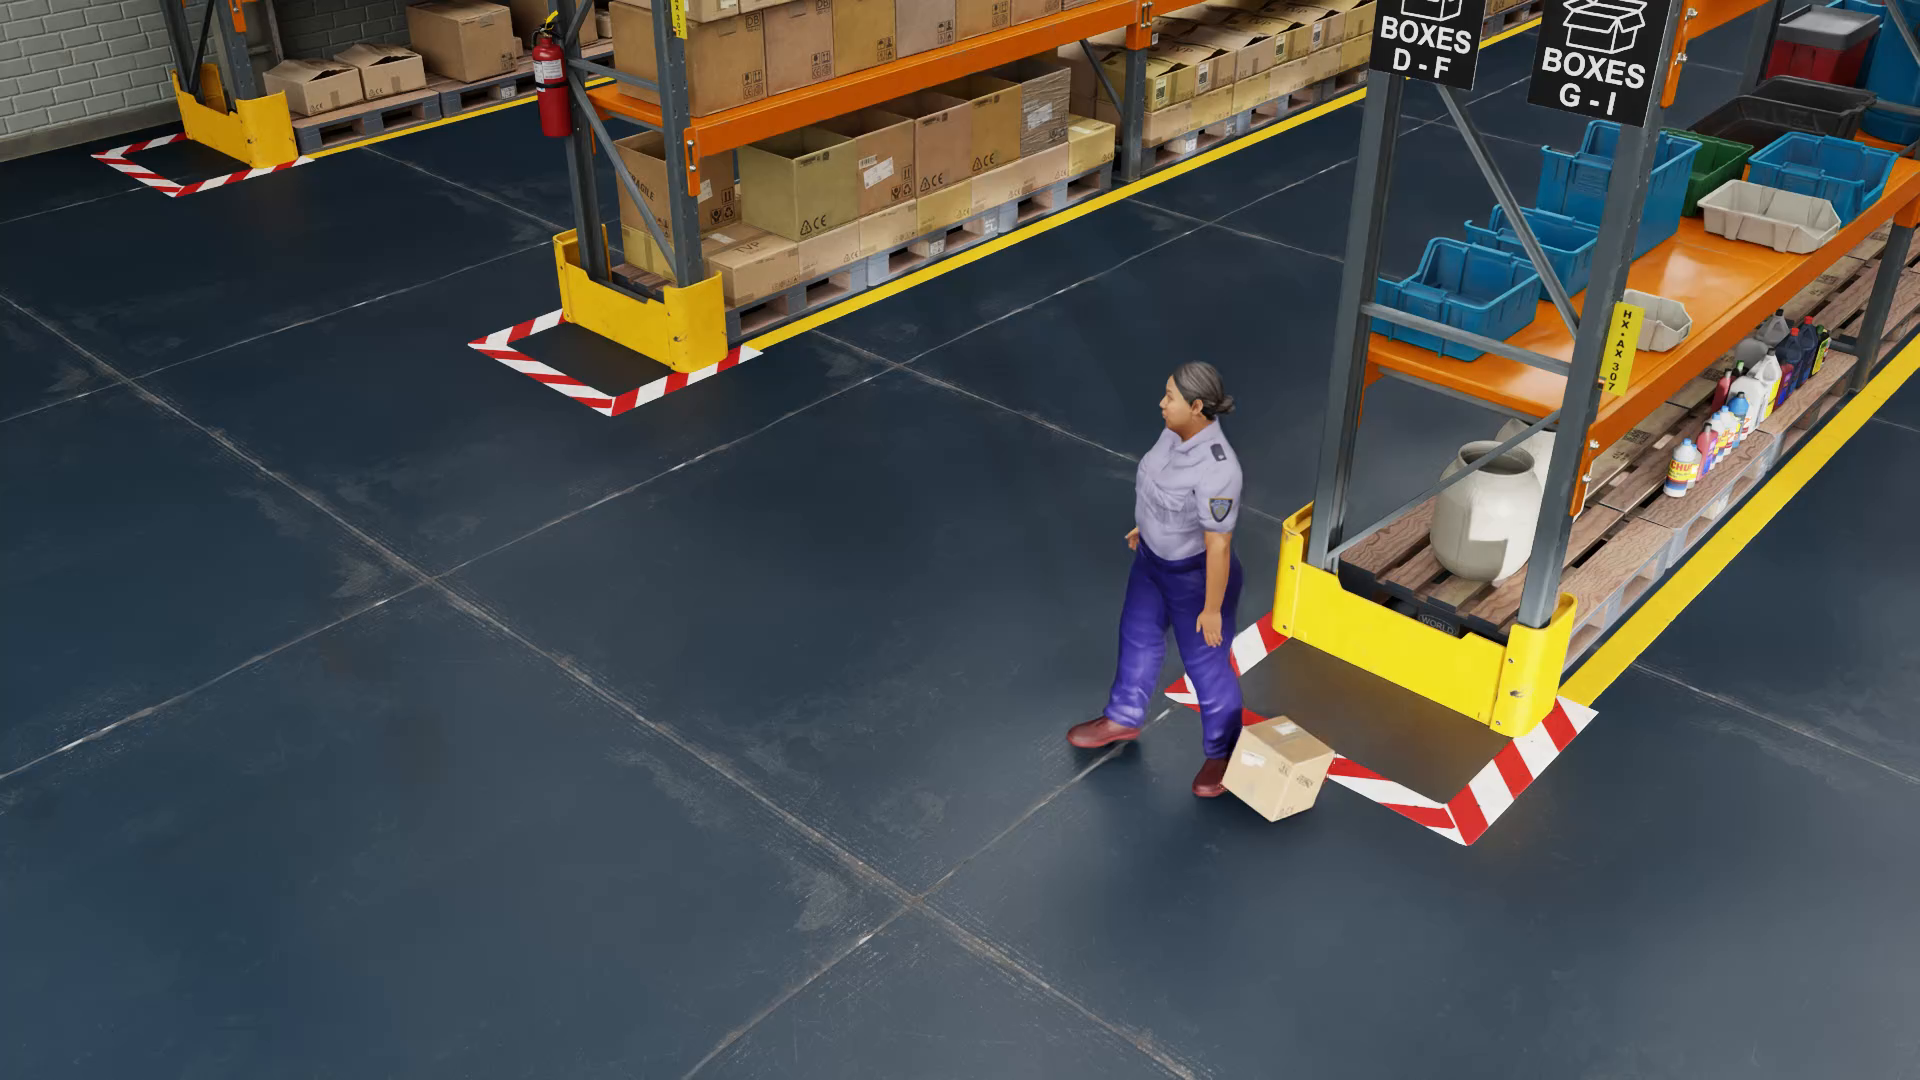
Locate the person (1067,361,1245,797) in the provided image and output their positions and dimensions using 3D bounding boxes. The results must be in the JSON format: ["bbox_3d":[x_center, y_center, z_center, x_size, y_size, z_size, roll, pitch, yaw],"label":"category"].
[{"bbox_3d":[0.731,0.109,5.935,0.600,1.640,0.658,-10,33,-15],"label":"person"}]
